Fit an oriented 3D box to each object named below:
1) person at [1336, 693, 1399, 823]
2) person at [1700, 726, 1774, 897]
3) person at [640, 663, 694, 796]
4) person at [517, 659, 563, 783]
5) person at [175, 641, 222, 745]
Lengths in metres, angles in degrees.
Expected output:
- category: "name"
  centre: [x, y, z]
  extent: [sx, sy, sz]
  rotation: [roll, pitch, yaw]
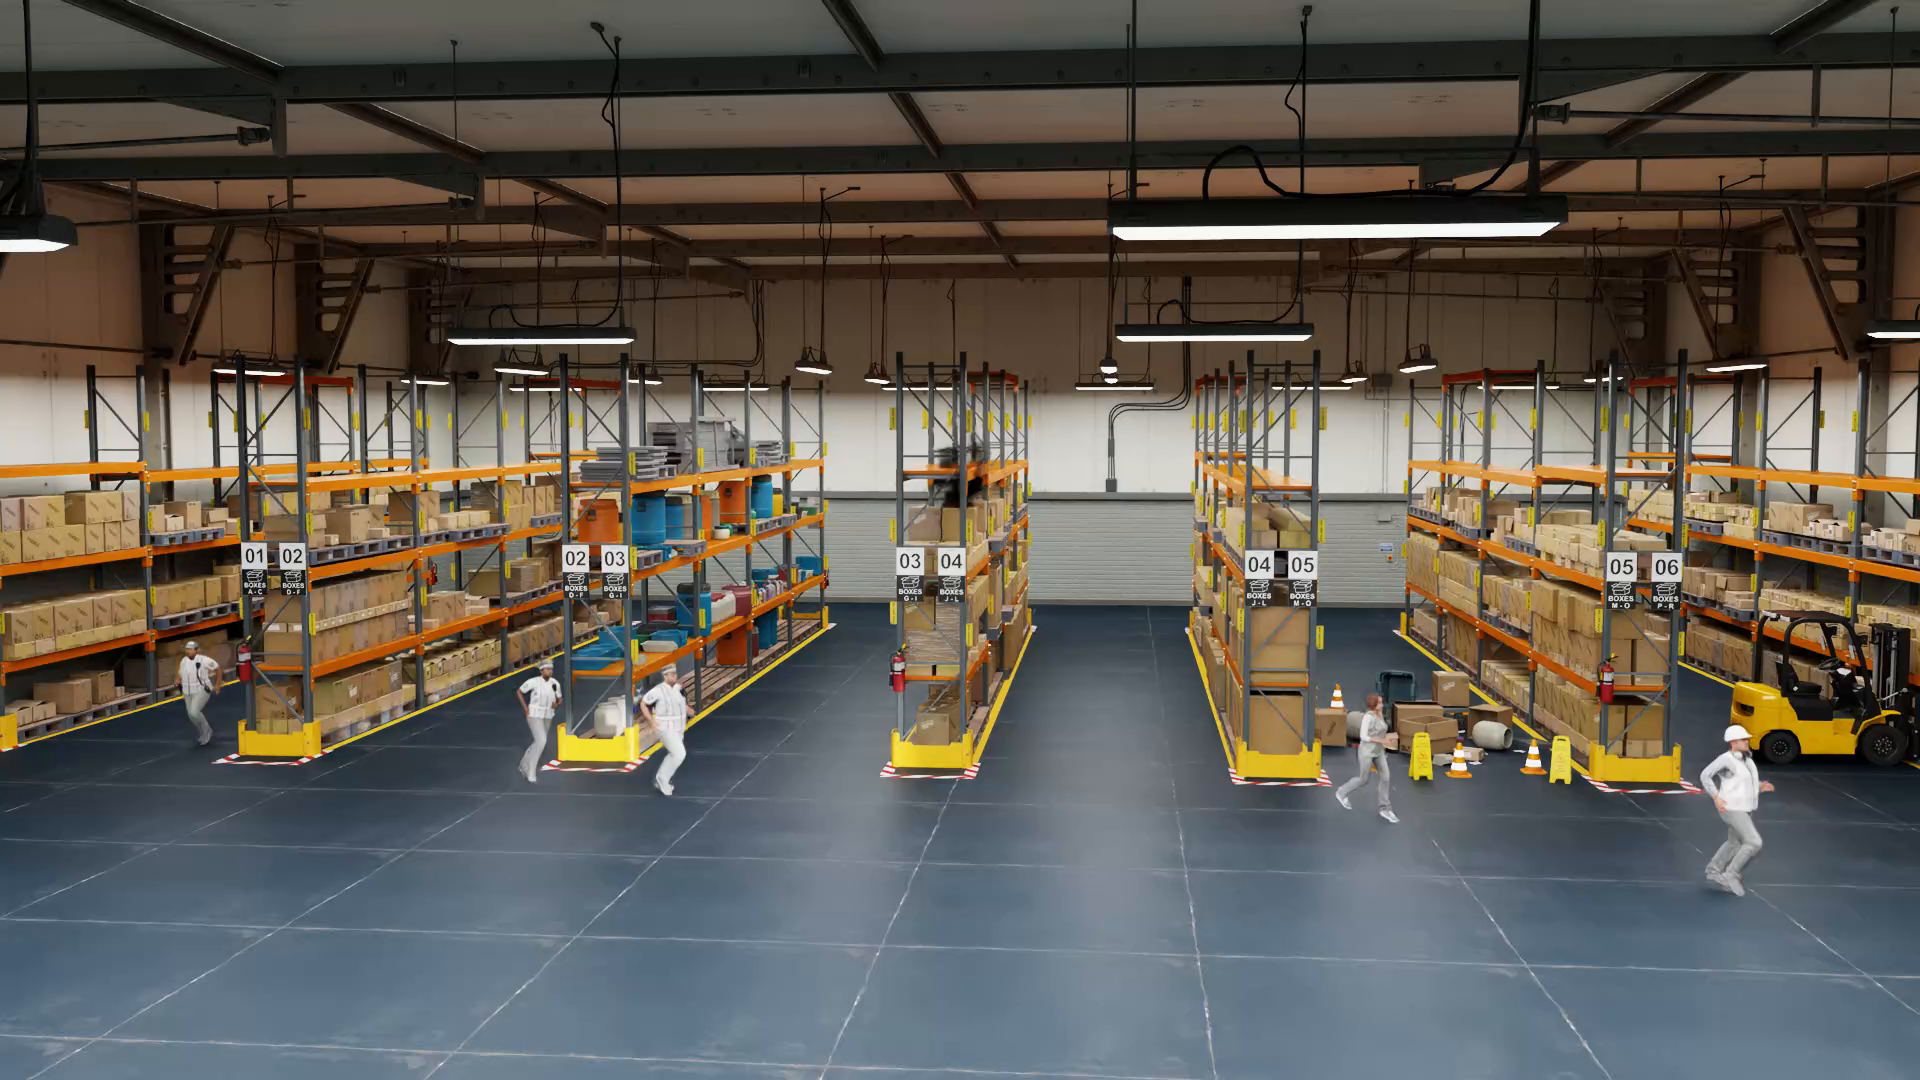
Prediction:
- category: "person"
  centre: [5.150, 2.767, 21.012]
  extent: [0.521, 1.511, 0.862]
  rotation: [-4, 6, -43]
- category: "person"
  centre: [8.254, 2.869, 17.633]
  extent: [0.599, 1.792, 0.713]
  rotation: [-3, 5, -40]
- category: "person"
  centre: [-3.861, 2.539, 22.328]
  extent: [0.688, 1.784, 0.636]
  rotation: [2, 5, 26]
- category: "person"
  centre: [-5.899, 2.513, 23.358]
  extent: [0.686, 1.702, 0.598]
  rotation: [4, 5, 41]
- category: "person"
  centre: [-11.803, 2.358, 25.723]
  extent: [0.608, 1.610, 0.731]
  rotation: [1, 4, 12]
